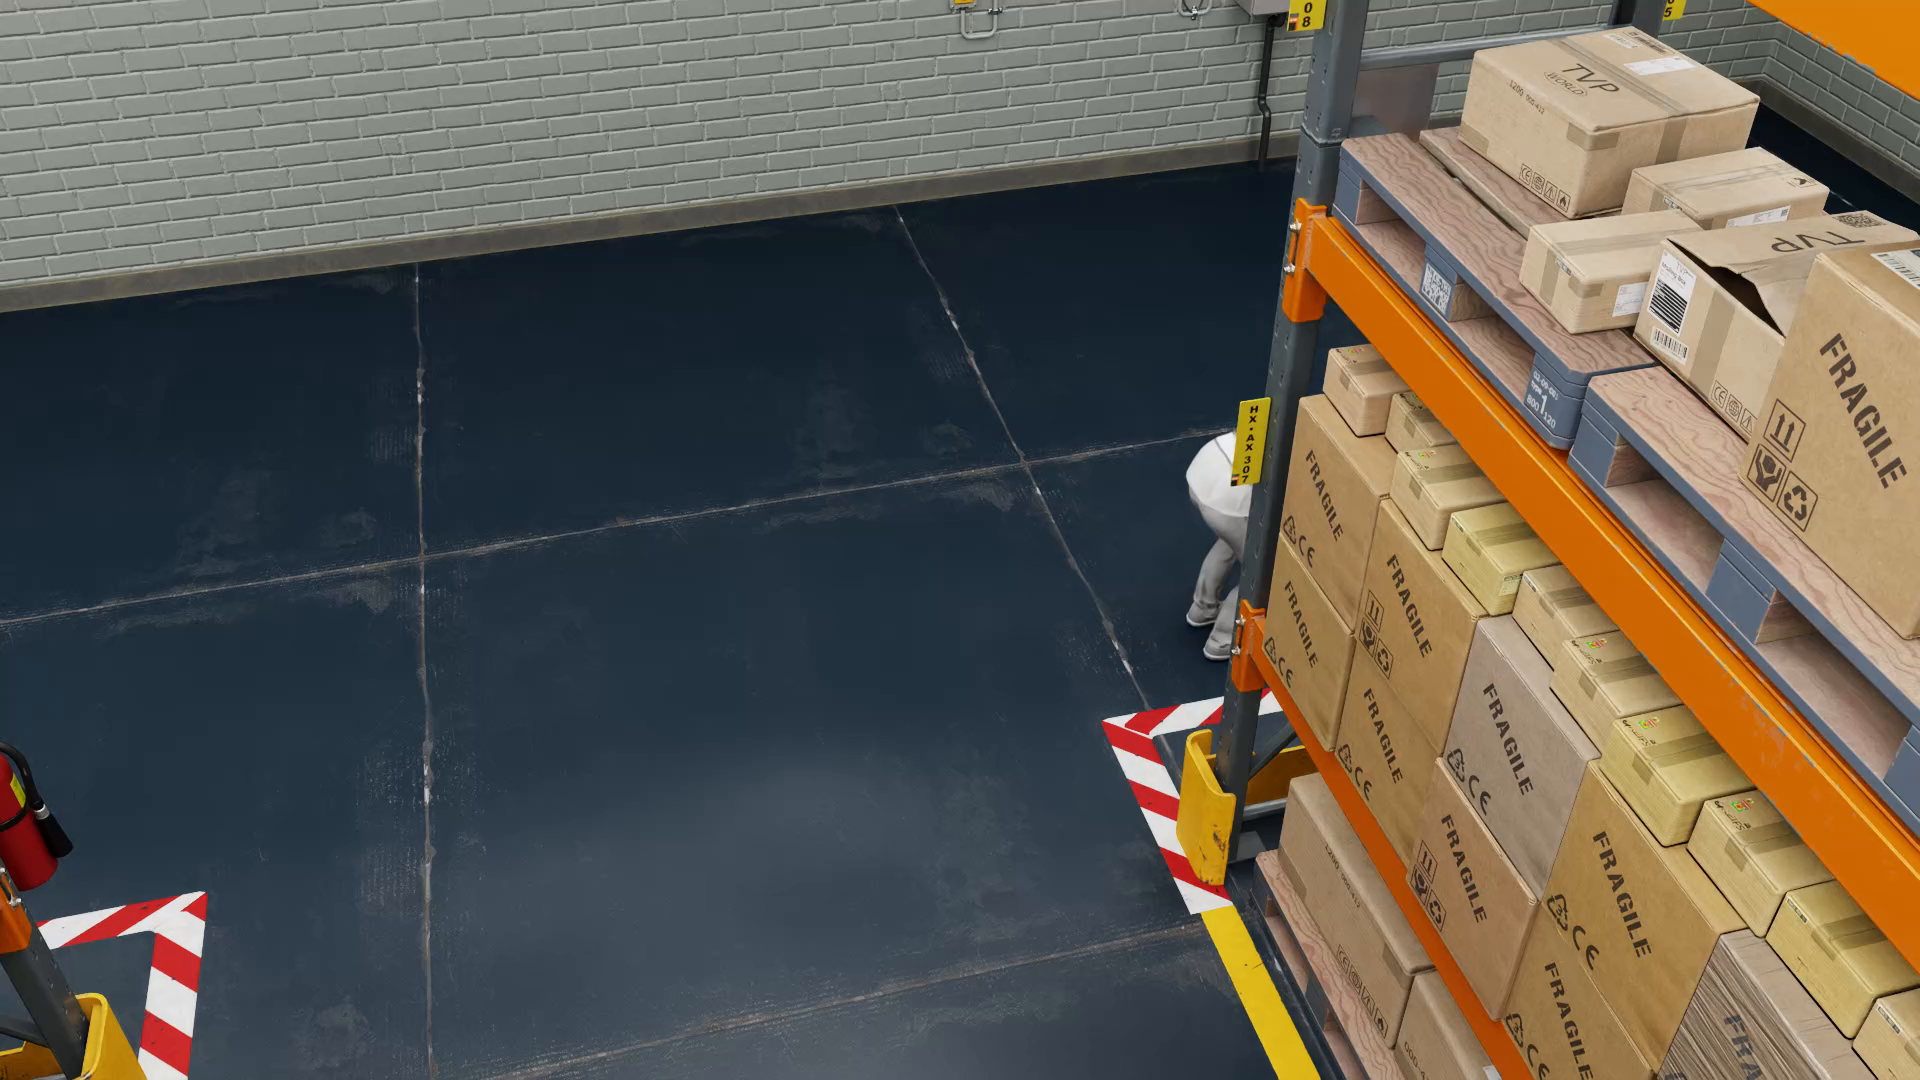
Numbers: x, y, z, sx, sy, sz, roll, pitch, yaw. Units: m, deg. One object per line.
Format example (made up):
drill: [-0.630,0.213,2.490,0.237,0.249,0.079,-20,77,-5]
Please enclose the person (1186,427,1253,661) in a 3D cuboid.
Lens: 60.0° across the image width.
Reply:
person: [1.383,-0.122,7.143,0.866,1.326,0.417,-11,40,-13]
